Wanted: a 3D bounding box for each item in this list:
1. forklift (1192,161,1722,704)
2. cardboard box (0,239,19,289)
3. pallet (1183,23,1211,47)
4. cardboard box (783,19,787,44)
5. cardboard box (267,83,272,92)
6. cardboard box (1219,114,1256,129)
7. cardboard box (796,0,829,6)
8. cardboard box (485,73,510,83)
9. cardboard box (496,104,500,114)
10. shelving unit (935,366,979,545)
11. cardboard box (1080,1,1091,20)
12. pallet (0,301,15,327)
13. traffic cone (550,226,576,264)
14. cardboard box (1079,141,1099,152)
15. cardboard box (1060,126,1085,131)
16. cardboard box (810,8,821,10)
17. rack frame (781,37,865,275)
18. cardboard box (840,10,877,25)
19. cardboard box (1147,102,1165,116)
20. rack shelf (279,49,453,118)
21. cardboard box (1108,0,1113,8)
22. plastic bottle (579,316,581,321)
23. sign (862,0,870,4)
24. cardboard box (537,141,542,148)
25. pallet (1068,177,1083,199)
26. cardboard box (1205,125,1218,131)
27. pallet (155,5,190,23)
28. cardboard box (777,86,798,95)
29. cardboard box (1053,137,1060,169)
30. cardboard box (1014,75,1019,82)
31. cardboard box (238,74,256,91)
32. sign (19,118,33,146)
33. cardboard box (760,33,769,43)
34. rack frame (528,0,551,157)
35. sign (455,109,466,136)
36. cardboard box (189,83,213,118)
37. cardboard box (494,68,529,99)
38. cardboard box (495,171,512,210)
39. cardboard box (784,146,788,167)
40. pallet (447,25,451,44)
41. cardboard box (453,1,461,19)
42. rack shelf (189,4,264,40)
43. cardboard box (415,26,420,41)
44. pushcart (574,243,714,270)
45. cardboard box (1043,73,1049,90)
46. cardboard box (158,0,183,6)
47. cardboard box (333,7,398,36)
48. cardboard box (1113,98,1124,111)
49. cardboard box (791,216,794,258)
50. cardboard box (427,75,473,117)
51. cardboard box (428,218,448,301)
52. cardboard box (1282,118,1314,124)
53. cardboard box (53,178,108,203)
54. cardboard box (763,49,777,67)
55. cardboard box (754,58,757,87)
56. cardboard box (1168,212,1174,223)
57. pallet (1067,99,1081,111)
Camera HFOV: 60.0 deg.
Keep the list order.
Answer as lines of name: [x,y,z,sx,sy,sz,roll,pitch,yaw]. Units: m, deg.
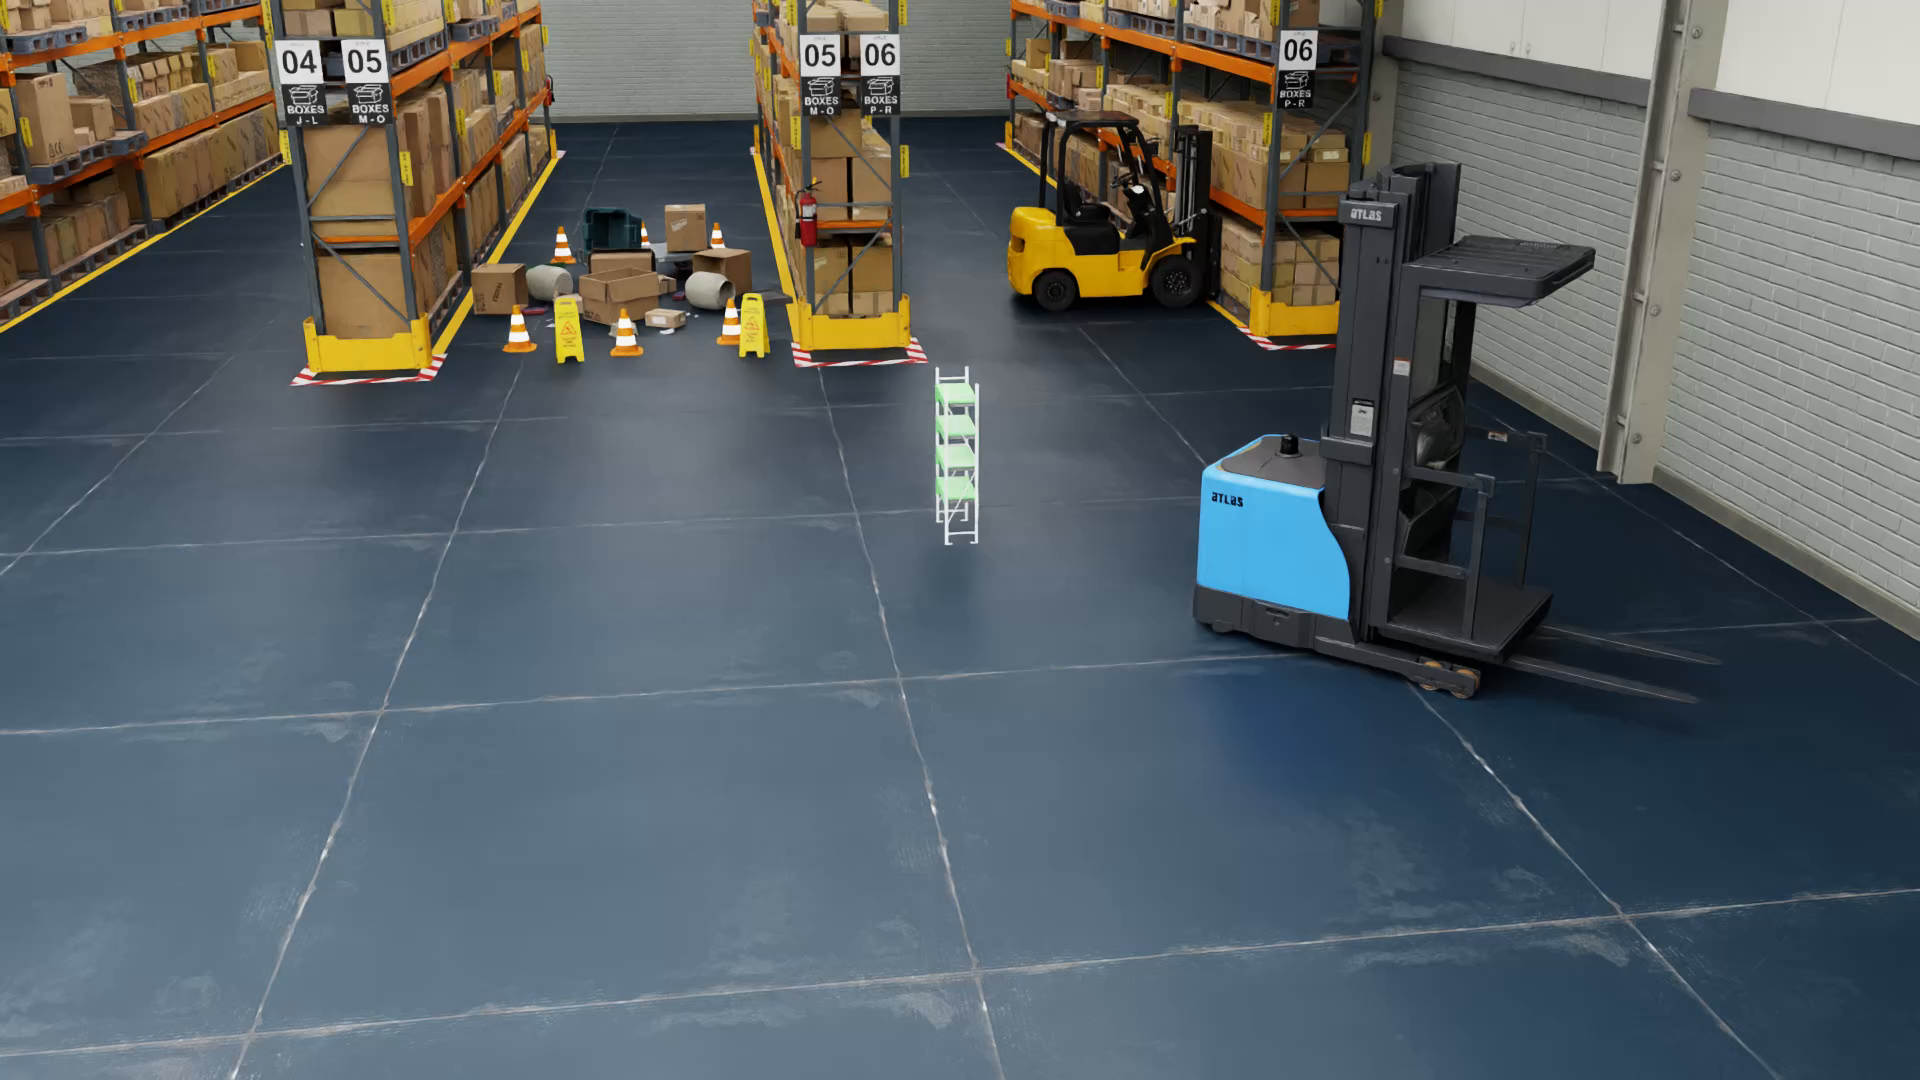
forklift: [3.000,-0.658,9.788,3.031,2.935,1.130,13,24,32]
cardboard box: [-11.482,-3.240,19.576,0.500,0.500,0.500,-4,21,-9]
pallet: [3.367,-6.176,20.304,1.003,0.211,1.213,-3,21,-8]
cardboard box: [-1.758,-5.811,18.988,0.500,0.250,0.500,-3,21,-7]
cardboard box: [-12.852,-8.285,30.471,0.380,0.149,0.250,-3,21,-7]
cardboard box: [3.288,-4.944,19.670,0.380,0.149,0.250,-3,21,-8]
cardboard box: [-1.903,-6.815,20.787,0.500,0.250,0.500,-2,21,-7]
cardboard box: [-7.404,-7.386,26.613,0.380,0.149,0.250,-4,21,-9]
cardboard box: [-7.137,-6.479,25.034,0.380,0.149,0.250,-2,21,-5]
shelving unit: [-0.024,-0.619,12.160,0.258,1.200,0.503,-3,21,-8]
cardboard box: [2.182,-8.339,26.183,0.500,0.250,0.500,-3,21,-8]
pallet: [-11.189,-2.394,18.325,1.003,0.211,1.213,-3,21,-8]
traffic cone: [-5.276,-3.922,22.056,0.336,0.463,0.334,-3,21,-8]
cardboard box: [2.156,-6.439,27.216,0.380,0.149,0.250,-4,21,-10]
cardboard box: [1.938,-7.120,28.612,0.380,0.149,0.250,-4,21,-10]
cardboard box: [-1.712,-5.762,18.289,0.380,0.149,0.250,-2,21,-6]
rack frame: [-1.693,-4.855,20.927,1.000,3.000,0.127,-3,21,-8]
cardboard box: [-1.086,-5.612,17.886,0.380,0.149,0.250,-3,21,-8]
cardboard box: [2.742,-5.824,22.453,0.380,0.149,0.250,-4,21,-9]
rack shelf: [-6.289,-4.946,17.912,1.077,0.370,4.000,-3,21,-8]
cardboard box: [2.391,-7.894,24.369,0.380,0.166,0.250,-3,21,-8]
plastic bottle: [-4.423,-2.537,18.922,0.133,0.061,0.283,-11,23,-26]
sign: [-1.157,-6.532,20.392,0.100,0.325,0.005,-3,21,-8]
cardboard box: [-7.766,-7.109,30.011,0.380,0.149,0.250,-2,21,-5]
pallet: [2.399,-5.867,27.622,1.003,0.211,1.213,-3,21,-8]
cardboard box: [3.160,-4.889,19.948,0.380,0.149,0.250,-4,21,-9]
pallet: [-12.472,-8.125,25.670,0.805,0.209,1.217,-4,21,-10]
cardboard box: [-1.747,-4.993,19.300,0.700,0.500,0.500,-3,21,-9]
cardboard box: [1.912,-6.723,28.902,0.500,0.500,0.500,-2,21,-5]
cardboard box: [1.264,-9.016,32.427,0.380,0.149,0.250,-3,21,-8]
cardboard box: [-12.751,-8.072,29.331,0.500,0.250,0.500,-4,21,-10]
sign: [-10.964,-4.790,19.517,0.100,0.325,0.005,-3,21,-8]
cardboard box: [-3.206,-8.534,28.279,0.380,0.149,0.250,-3,21,-9]
rack frame: [-8.307,-8.725,31.289,1.000,3.000,0.127,-3,21,-8]
sign: [-6.028,-5.041,20.076,0.100,0.325,0.005,-3,21,-8]
cardboard box: [-12.315,-7.023,26.590,0.500,0.500,0.500,-3,21,-8]
cardboard box: [-7.552,-7.710,28.004,0.500,0.500,0.500,-3,21,-9]
cardboard box: [-7.003,-5.238,24.927,0.500,0.500,0.500,-4,21,-10]
cardboard box: [-1.906,-4.874,20.412,0.500,0.500,0.500,-3,21,-8]
pallet: [-6.758,-6.200,20.517,0.805,0.209,1.217,-4,21,-10]
cardboard box: [-6.637,-6.814,21.336,0.396,0.266,0.258,-3,21,-8]
rack shelf: [-12.941,-8.885,28.460,1.077,0.370,4.000,-3,21,-8]
cardboard box: [-5.952,-5.376,17.652,0.380,0.149,0.250,-3,21,-7]
pushcart: [-3.942,-3.494,21.031,1.648,0.377,0.936,-11,23,-26]
cardboard box: [1.750,-8.109,29.430,0.500,0.250,0.500,-2,21,-6]
cardboard box: [-12.559,-8.573,25.852,0.700,0.500,0.500,-2,21,-6]
cardboard box: [-5.816,-5.083,16.297,0.500,0.250,0.500,-3,21,-8]
cardboard box: [2.535,-6.316,24.339,0.500,0.250,0.500,-2,21,-6]
cardboard box: [-1.786,-3.712,20.125,0.500,0.500,0.500,-2,21,-6]
cardboard box: [-6.948,-5.962,22.319,0.700,0.500,0.500,-3,21,-9]
cardboard box: [-6.422,-3.238,19.035,0.875,0.875,0.875,-3,21,-7]
cardboard box: [3.877,-4.794,19.269,0.380,0.149,0.250,-3,21,-9]
cardboard box: [-11.863,-4.712,22.418,0.500,0.250,0.500,-1,20,-2]
cardboard box: [-2.897,-7.624,26.771,0.500,0.500,0.500,-3,21,-9]
cardboard box: [-3.638,-8.876,31.550,0.500,0.500,0.500,-3,21,-8]
cardboard box: [2.982,-4.066,21.431,0.500,0.250,0.500,-3,21,-8]
pallet: [2.357,-7.074,27.144,1.003,0.211,1.213,-3,21,-8]
